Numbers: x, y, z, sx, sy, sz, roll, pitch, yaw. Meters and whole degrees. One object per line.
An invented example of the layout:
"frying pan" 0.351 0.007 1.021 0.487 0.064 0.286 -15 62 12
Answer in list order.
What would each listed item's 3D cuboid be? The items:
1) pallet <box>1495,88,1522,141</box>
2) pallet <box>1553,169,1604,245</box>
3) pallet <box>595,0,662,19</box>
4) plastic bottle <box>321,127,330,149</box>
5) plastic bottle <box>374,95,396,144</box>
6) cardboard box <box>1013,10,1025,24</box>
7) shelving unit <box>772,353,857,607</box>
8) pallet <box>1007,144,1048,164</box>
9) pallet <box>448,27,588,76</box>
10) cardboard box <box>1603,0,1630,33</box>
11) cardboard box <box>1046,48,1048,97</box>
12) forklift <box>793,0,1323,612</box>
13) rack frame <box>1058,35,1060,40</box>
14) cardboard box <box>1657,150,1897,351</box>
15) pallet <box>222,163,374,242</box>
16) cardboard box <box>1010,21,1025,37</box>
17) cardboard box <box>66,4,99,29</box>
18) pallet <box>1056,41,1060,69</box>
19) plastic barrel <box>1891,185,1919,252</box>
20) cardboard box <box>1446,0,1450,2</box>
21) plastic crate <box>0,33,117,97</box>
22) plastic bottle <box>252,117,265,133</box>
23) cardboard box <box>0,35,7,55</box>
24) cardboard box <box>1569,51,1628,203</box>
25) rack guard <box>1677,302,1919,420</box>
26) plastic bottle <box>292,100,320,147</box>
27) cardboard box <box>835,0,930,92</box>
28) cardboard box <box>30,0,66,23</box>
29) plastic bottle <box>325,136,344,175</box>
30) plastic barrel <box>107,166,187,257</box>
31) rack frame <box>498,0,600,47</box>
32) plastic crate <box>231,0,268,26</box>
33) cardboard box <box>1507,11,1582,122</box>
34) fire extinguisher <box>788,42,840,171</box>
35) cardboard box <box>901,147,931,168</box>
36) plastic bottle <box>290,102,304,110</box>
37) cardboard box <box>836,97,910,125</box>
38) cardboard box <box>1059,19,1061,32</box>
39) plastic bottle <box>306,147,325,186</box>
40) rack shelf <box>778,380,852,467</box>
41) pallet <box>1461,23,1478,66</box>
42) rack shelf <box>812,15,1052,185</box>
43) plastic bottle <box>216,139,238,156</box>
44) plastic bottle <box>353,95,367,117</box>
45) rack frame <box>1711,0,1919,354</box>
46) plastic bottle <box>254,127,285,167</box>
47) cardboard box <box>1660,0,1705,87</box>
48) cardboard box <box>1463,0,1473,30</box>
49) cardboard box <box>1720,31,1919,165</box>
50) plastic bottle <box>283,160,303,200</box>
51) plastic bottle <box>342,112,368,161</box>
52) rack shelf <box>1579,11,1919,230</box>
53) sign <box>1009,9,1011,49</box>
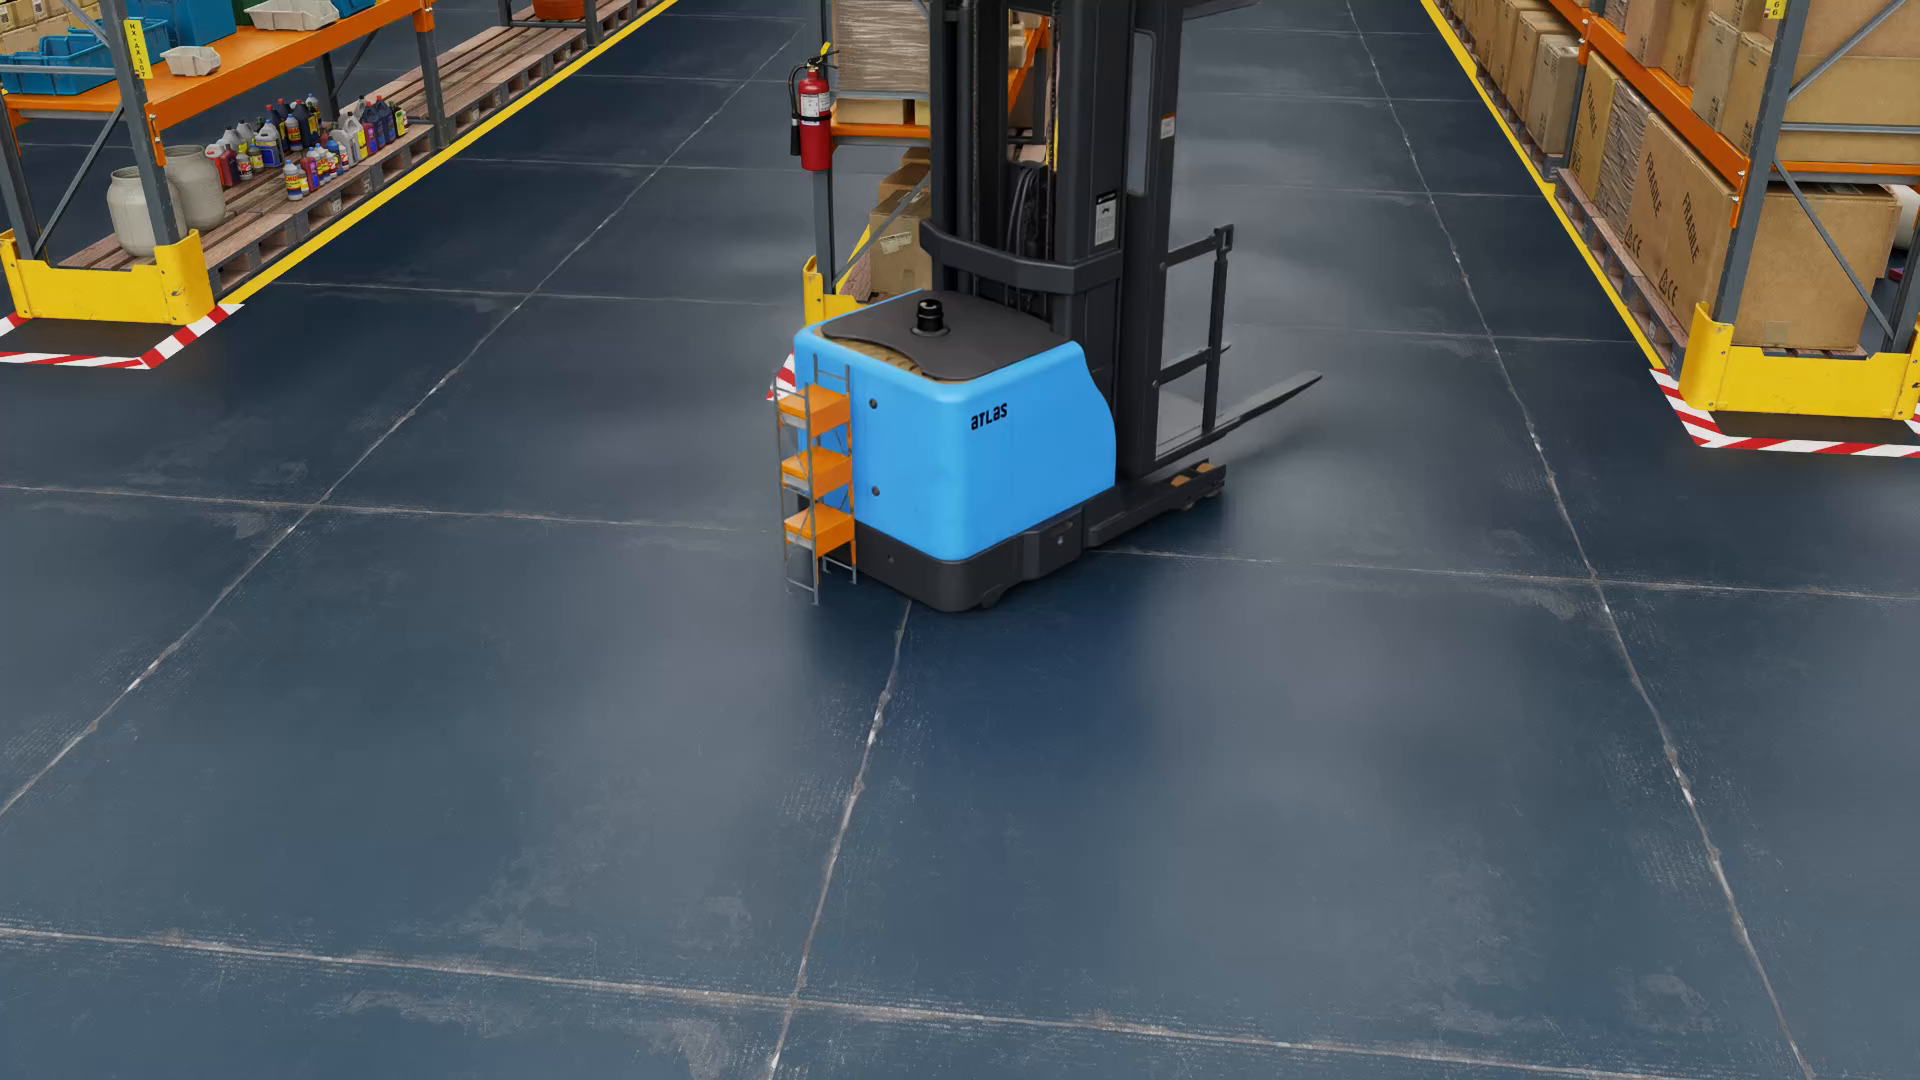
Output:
"pallet" 5.246 -3.687 14.372 1.003 0.211 1.213 3 28 6
"pallet" 4.908 -2.390 11.964 1.003 0.211 1.213 3 28 6
"pallet" -4.049 -6.196 19.029 1.003 0.211 1.213 3 28 6
"plastic bottle" -4.732 -2.960 12.482 0.061 0.283 0.133 3 28 6
"plastic bottle" -4.539 -3.303 13.047 0.144 0.351 0.185 3 28 5
"cardboard box" -0.005 -3.799 11.221 0.875 0.500 0.500 3 28 6
"shelving unit" -0.615 -0.249 7.105 0.215 1.050 0.252 21 35 34
"pallet" 0.122 -2.761 12.653 1.003 0.211 1.213 3 28 6
"pallet" -4.390 -4.888 16.600 1.003 0.211 1.213 3 28 6
"cardboard box" 5.046 -3.863 11.600 0.875 0.550 0.550 3 28 6
"cardboard box" 0.411 -4.175 14.509 0.700 0.500 0.500 1 28 2
"forklift" 0.656 -1.587 7.605 1.130 2.935 3.031 25 37 38
"rack frame" 0.659 -6.190 16.077 1.000 3.000 0.127 3 28 6
"cardboard box" 4.607 -1.661 9.468 0.875 0.875 0.875 4 29 6
"pallet" -5.017 -2.478 12.127 1.003 0.211 1.213 3 28 6
"cardboard box" 0.236 -3.373 11.113 0.380 0.149 0.250 3 28 6
"cardboard box" -9.054 -5.237 16.765 0.500 0.250 0.500 3 28 6
"pallet" 0.562 -4.595 16.056 1.003 0.211 1.213 3 28 6
"plastic barrel" 6.463 -2.214 11.413 0.421 0.421 0.512 -24 36 -37
"cardboard box" 5.643 -6.240 18.363 0.500 0.500 0.500 5 29 8
"plastic crate" -5.472 -2.900 10.127 0.499 0.251 0.616 3 28 6
"plastic bottle" -5.342 -3.073 12.691 0.061 0.283 0.133 5 29 8
"cardboard box" -9.242 -4.519 15.432 0.500 0.250 0.500 3 28 5
"cardboard box" 4.933 -2.929 11.821 0.875 0.875 0.875 4 29 7
"rack guard" 4.586 -0.977 9.036 1.175 0.500 0.348 3 28 6
"plastic bottle" -5.114 -3.258 12.964 0.144 0.351 0.185 3 28 6
"cardboard box" -0.226 -2.857 9.471 0.875 0.500 0.500 3 28 6
"cardboard box" -9.114 -5.245 16.189 0.500 0.311 0.500 3 28 6
"plastic bottle" -4.626 -2.844 12.279 0.097 0.271 0.097 0 28 0
"plastic barrel" -5.232 -2.116 10.695 0.421 0.512 0.421 0 28 0
"rack frame" -4.256 -6.478 16.612 1.000 3.000 0.127 3 28 6
"plastic crate" -5.193 -3.879 12.011 0.450 0.188 0.662 3 28 6
"cardboard box" 5.188 -3.917 13.787 1.050 0.750 0.750 3 28 6
"fire extinguisher" -0.792 -2.363 9.055 0.296 0.674 0.183 3 28 6
"cardboard box" -0.093 -2.379 11.195 0.500 0.500 0.500 6 29 11
"plastic bottle" -5.233 -3.311 13.142 0.152 0.276 0.135 4 29 8
"cardboard box" -0.491 -2.460 9.418 0.380 0.149 0.250 3 28 6
"cardboard box" 0.764 -5.763 17.082 1.225 0.875 0.875 2 28 4
"plastic bottle" -4.663 -2.701 12.014 0.097 0.271 0.097 0 28 0
"rack shelf" -0.616 -0.489 6.975 0.215 0.259 0.240 21 35 34
"pallet" 5.667 -4.994 16.798 1.003 0.211 1.213 3 28 6
"rack shelf" -0.076 -3.049 11.005 1.077 0.370 4.000 3 28 6
"plastic bottle" -5.372 -2.779 12.154 0.152 0.276 0.135 3 28 5
"plastic bottle" -4.683 -3.311 13.062 0.144 0.351 0.185 3 28 6
"rack frame" 4.589 -2.089 8.464 1.000 3.000 0.127 3 28 6
"plastic bottle" -5.182 -2.948 12.467 0.152 0.276 0.135 3 28 6
"cardboard box" 4.853 -3.100 10.184 0.875 0.550 0.500 3 28 6
"cardboard box" 5.458 -5.508 17.004 0.500 0.500 0.500 4 29 8
"cardboard box" 4.590 -2.332 8.758 0.875 0.550 0.550 3 28 6
"plastic bottle" -4.705 -2.540 11.715 0.097 0.271 0.097 0 28 0
"plastic bottle" -4.603 -3.060 12.597 0.144 0.351 0.185 3 28 6
"rack shelf" 4.834 -2.713 10.382 1.077 0.370 4.000 3 28 6
"sign" 0.217 -2.774 8.824 0.100 0.325 0.005 3 28 6
